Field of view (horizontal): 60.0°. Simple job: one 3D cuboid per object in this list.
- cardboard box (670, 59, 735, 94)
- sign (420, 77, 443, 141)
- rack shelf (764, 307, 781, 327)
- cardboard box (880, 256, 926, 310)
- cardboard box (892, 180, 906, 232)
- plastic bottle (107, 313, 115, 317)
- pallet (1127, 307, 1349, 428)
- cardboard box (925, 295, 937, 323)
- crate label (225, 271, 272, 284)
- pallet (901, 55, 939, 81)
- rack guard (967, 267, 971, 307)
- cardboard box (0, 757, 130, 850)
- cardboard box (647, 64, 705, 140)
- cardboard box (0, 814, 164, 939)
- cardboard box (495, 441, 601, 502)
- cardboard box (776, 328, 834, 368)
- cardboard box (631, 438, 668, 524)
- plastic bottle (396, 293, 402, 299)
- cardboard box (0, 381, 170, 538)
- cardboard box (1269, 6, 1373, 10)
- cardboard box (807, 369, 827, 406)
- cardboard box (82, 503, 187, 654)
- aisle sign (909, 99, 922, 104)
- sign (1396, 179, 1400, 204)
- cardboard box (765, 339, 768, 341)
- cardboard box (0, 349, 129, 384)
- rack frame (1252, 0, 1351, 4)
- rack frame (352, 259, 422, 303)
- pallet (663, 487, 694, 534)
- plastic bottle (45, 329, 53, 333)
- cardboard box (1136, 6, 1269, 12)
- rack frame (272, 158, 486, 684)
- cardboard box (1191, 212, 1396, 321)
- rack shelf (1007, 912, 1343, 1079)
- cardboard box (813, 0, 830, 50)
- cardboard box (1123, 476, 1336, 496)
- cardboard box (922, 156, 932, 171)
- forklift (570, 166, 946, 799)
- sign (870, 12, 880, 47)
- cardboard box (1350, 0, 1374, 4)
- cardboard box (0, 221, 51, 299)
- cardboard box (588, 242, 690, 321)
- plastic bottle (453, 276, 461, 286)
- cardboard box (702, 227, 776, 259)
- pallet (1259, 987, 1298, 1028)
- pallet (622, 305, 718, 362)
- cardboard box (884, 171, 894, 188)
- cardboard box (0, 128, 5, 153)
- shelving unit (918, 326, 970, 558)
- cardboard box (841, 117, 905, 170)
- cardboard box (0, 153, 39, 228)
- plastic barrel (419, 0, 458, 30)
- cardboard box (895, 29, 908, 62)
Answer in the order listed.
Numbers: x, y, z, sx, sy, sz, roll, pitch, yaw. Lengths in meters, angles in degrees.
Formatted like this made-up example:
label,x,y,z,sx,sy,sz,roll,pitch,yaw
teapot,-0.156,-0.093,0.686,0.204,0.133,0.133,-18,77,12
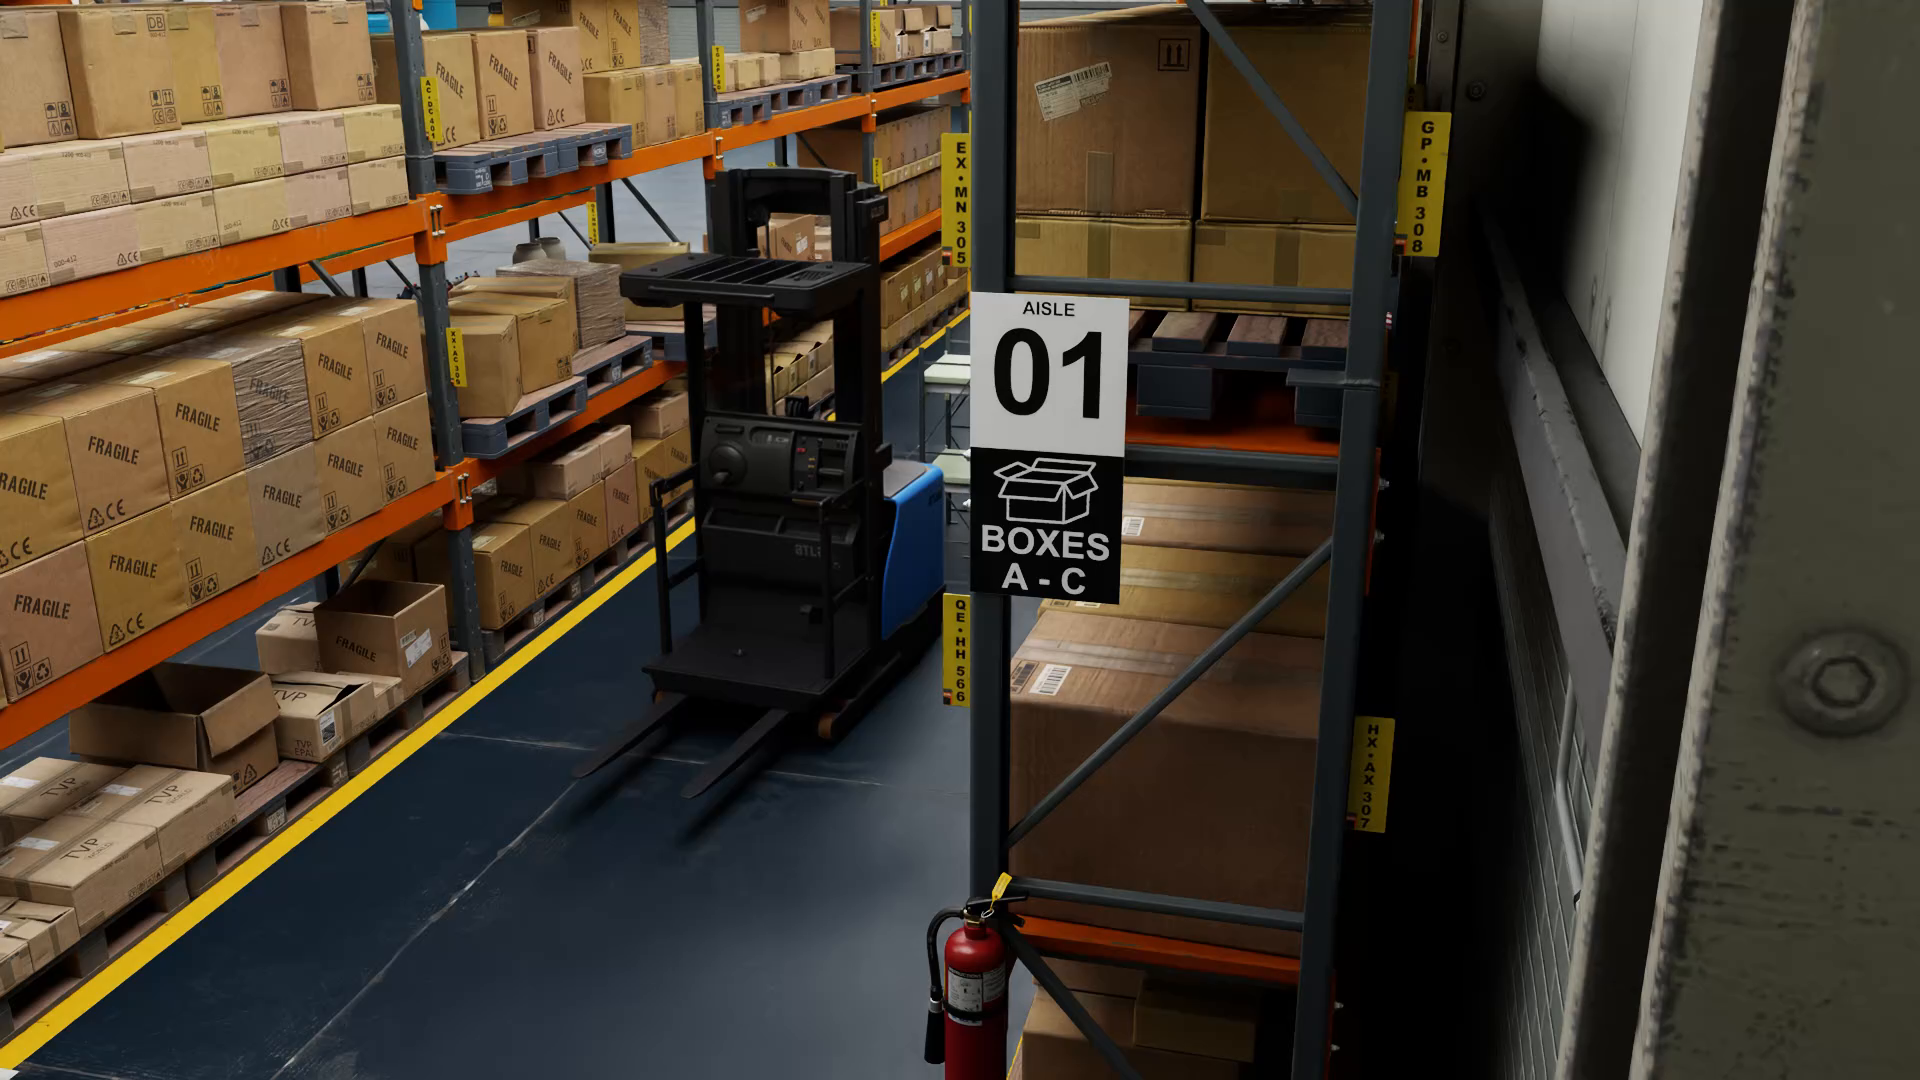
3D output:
label,x,y,z,sx,sy,sz,roll,pitch,yaw
cardboard box,-2.157,-3.748,13.462,0.500,0.250,0.500,5,20,15
sign,-2.773,-2.259,8.719,0.100,0.325,0.005,5,19,13
rack shelf,-1.836,-2.175,15.028,1.077,0.370,4.000,5,19,13
cardboard box,-0.686,-2.829,18.273,0.500,0.500,0.500,5,19,13
cardboard box,-0.996,-3.652,18.084,0.700,0.500,0.500,5,19,14
plastic bottle,-6.914,-1.919,13.474,0.097,0.201,0.097,0,19,0
pallet,0.697,-0.602,4.806,1.003,0.211,1.213,5,19,13
cardboard box,-0.569,-2.631,18.854,0.500,0.250,0.500,5,19,13
crate label,-6.622,-2.588,15.068,0.502,0.435,0.616,5,19,13
pallet,-0.864,-5.171,18.181,1.003,0.211,1.213,5,19,13
rack guard,-0.364,-3.221,20.843,1.175,0.500,0.348,5,19,13
cardboard box,-4.124,1.227,7.529,0.500,0.250,0.500,5,19,13
cardboard box,-2.398,-3.216,12.167,0.910,0.500,0.500,5,19,13
cardboard box,-3.749,1.407,7.001,0.500,0.250,0.500,5,19,13
cardboard box,-2.703,-0.461,10.923,0.500,0.250,0.500,5,19,13
cardboard box,-1.413,-1.836,15.659,0.500,0.311,0.500,5,19,13
cardboard box,-2.452,-0.440,12.022,0.500,0.500,0.500,4,19,11
plastic bottle,-6.352,-2.634,18.781,0.061,0.283,0.133,6,20,16
cardboard box,-3.667,-0.341,6.843,0.500,0.500,0.500,5,19,14
cardboard box,1.433,-1.795,6.429,0.500,0.500,0.500,4,19,12
cardboard box,-1.543,-1.409,15.276,0.500,0.250,0.500,5,20,14
cardboard box,-3.668,0.134,7.000,0.500,0.500,0.500,5,19,13
aisle sign,-0.651,-5.671,20.128,0.394,0.787,0.004,5,19,13
sign,3.997,-3.258,15.293,0.100,0.325,0.005,5,19,13
cardboard box,-2.064,-1.713,15.300,0.500,0.311,0.500,5,20,15
cardboard box,-4.066,-0.545,7.441,0.500,0.500,0.500,5,20,15
rack frame,2.480,-4.338,10.965,1.000,3.000,0.127,5,19,13
rack frame,-6.149,-3.535,17.896,1.000,3.000,0.127,5,19,13
pallet,-2.543,-0.338,12.851,1.003,0.211,1.213,5,19,13
plastic bottle,-7.080,-1.706,12.849,0.097,0.201,0.097,0,19,0
cardboard box,0.937,-1.831,6.536,0.500,0.500,0.500,4,19,12
rack frame,-3.302,-0.635,9.406,1.000,3.000,0.127,5,19,13
cardboard box,0.942,-0.795,4.662,0.500,0.250,0.500,6,20,16
rack shelf,1.014,0.722,6.545,1.077,0.370,4.000,5,19,13
cardboard box,-1.536,-4.854,15.540,0.500,0.500,0.500,5,19,14
cardboard box,1.171,0.010,7.053,0.980,0.700,0.700,4,19,12
cardboard box,-0.531,-4.292,18.955,0.380,0.149,0.250,5,20,15
forklift,-1.072,-0.444,8.953,1.130,2.935,3.031,7,20,19
sign,-0.818,-4.916,16.011,0.100,0.325,0.005,5,19,13
cardboard box,3.854,-4.833,15.323,0.500,0.500,0.500,5,20,15
cardboard box,-3.772,-1.026,6.143,0.500,0.250,0.500,5,19,13
cardboard box,-2.369,-1.928,12.388,0.700,0.500,0.500,-2,19,-5
plastic bottle,-6.025,-3.023,19.938,0.097,0.271,0.097,0,19,0
cardboard box,-1.930,-2.463,14.604,0.500,0.500,0.500,4,19,10
pallet,0.945,1.690,6.912,1.003,0.211,1.213,5,19,13
pallet,-2.422,-1.580,12.469,1.213,0.211,1.003,5,19,13
cardboard box,-0.908,-3.808,17.536,0.380,0.149,0.250,4,19,13
cardboard box,-3.965,-1.633,5.987,0.700,0.500,0.500,5,19,13
shelving unit,0.002,-0.712,11.951,0.431,1.500,0.755,5,19,13
cardboard box,-0.999,-4.259,17.853,0.700,0.500,0.500,5,19,13
cardboard box,-3.772,-1.263,6.062,0.500,0.250,0.500,5,19,13
plastic barrel,-5.802,-5.694,18.150,0.600,0.901,0.708,5,19,13
cardboard box,-0.836,-5.091,17.083,0.500,0.311,0.500,4,19,10
